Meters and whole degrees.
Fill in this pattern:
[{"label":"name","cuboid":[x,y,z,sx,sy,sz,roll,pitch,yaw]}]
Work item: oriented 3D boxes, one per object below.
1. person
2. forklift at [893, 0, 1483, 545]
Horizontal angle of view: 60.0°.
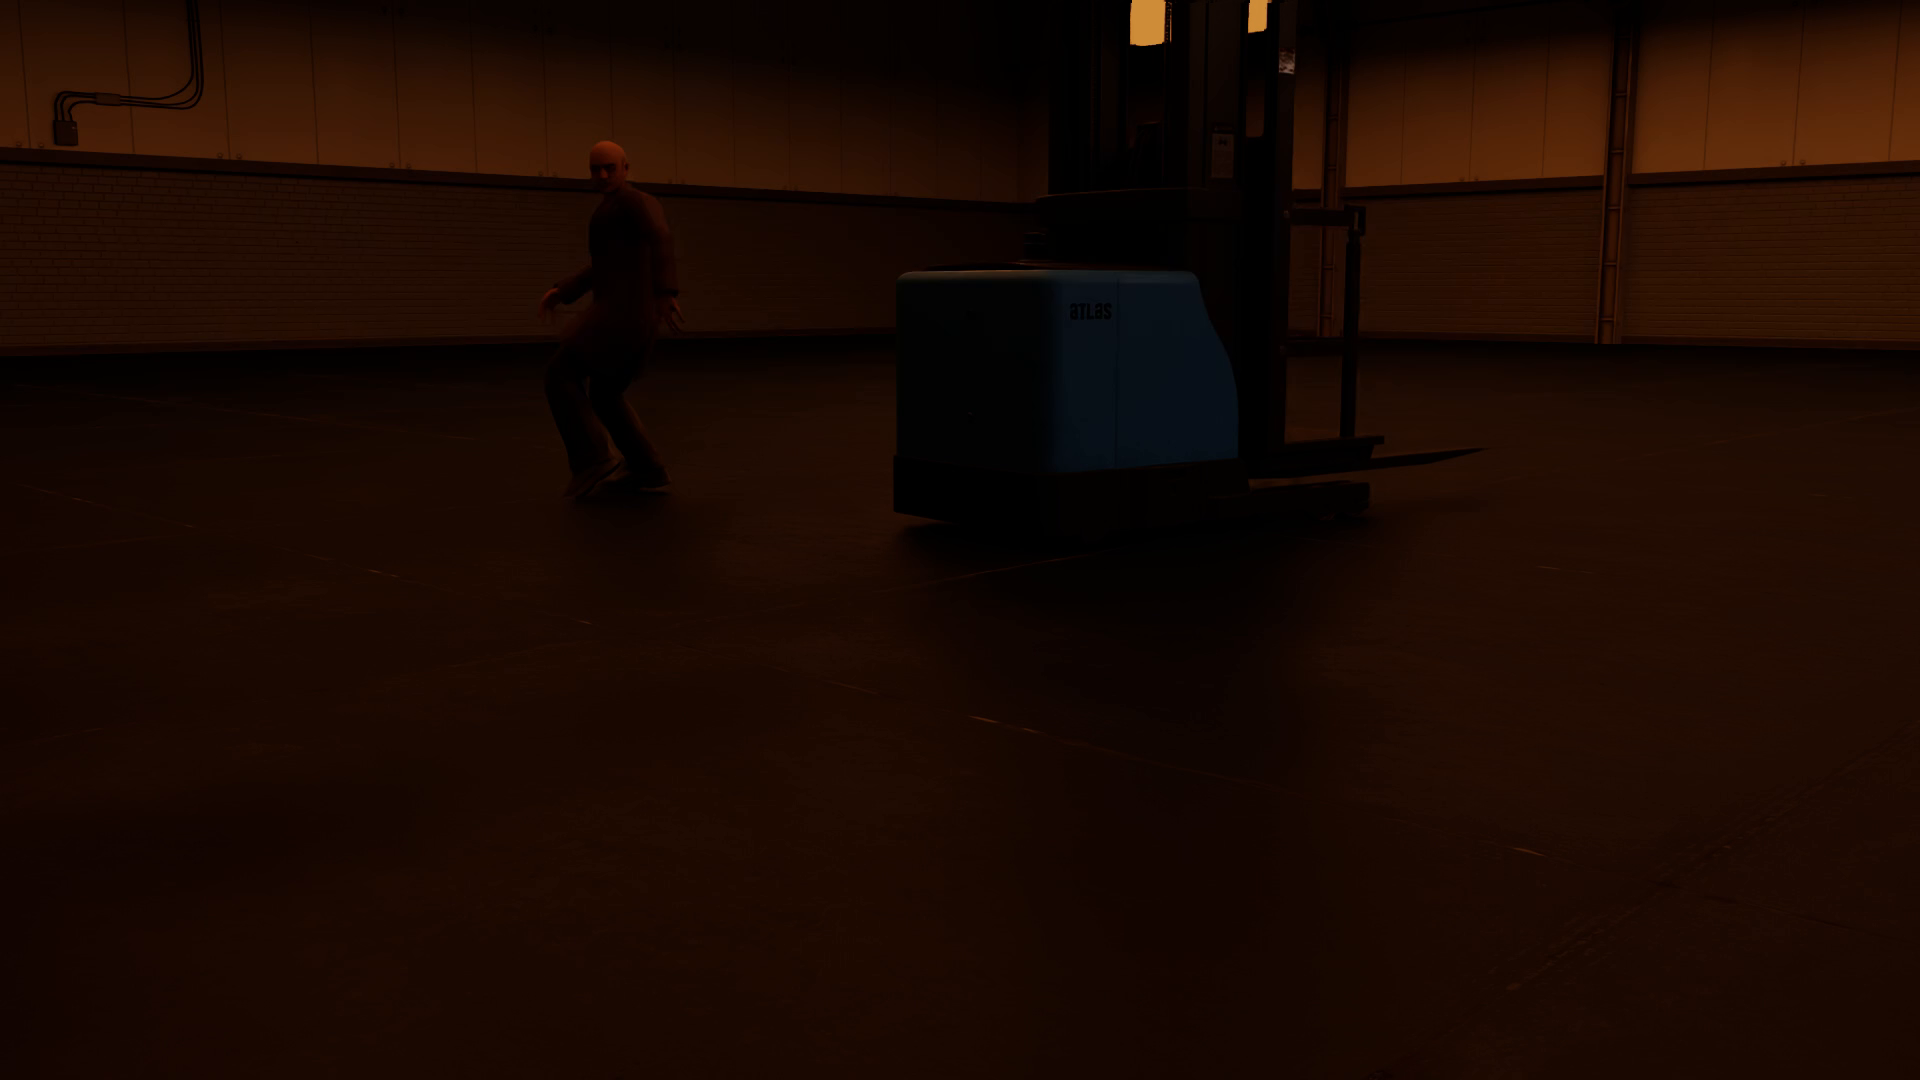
[{"label":"person","cuboid":[-1.675,-1.046,8.116,0.799,1.764,0.728,0,9,3]},{"label":"forklift","cuboid":[1.193,-1.582,7.380,3.031,2.935,1.130,-7,11,-37]}]
